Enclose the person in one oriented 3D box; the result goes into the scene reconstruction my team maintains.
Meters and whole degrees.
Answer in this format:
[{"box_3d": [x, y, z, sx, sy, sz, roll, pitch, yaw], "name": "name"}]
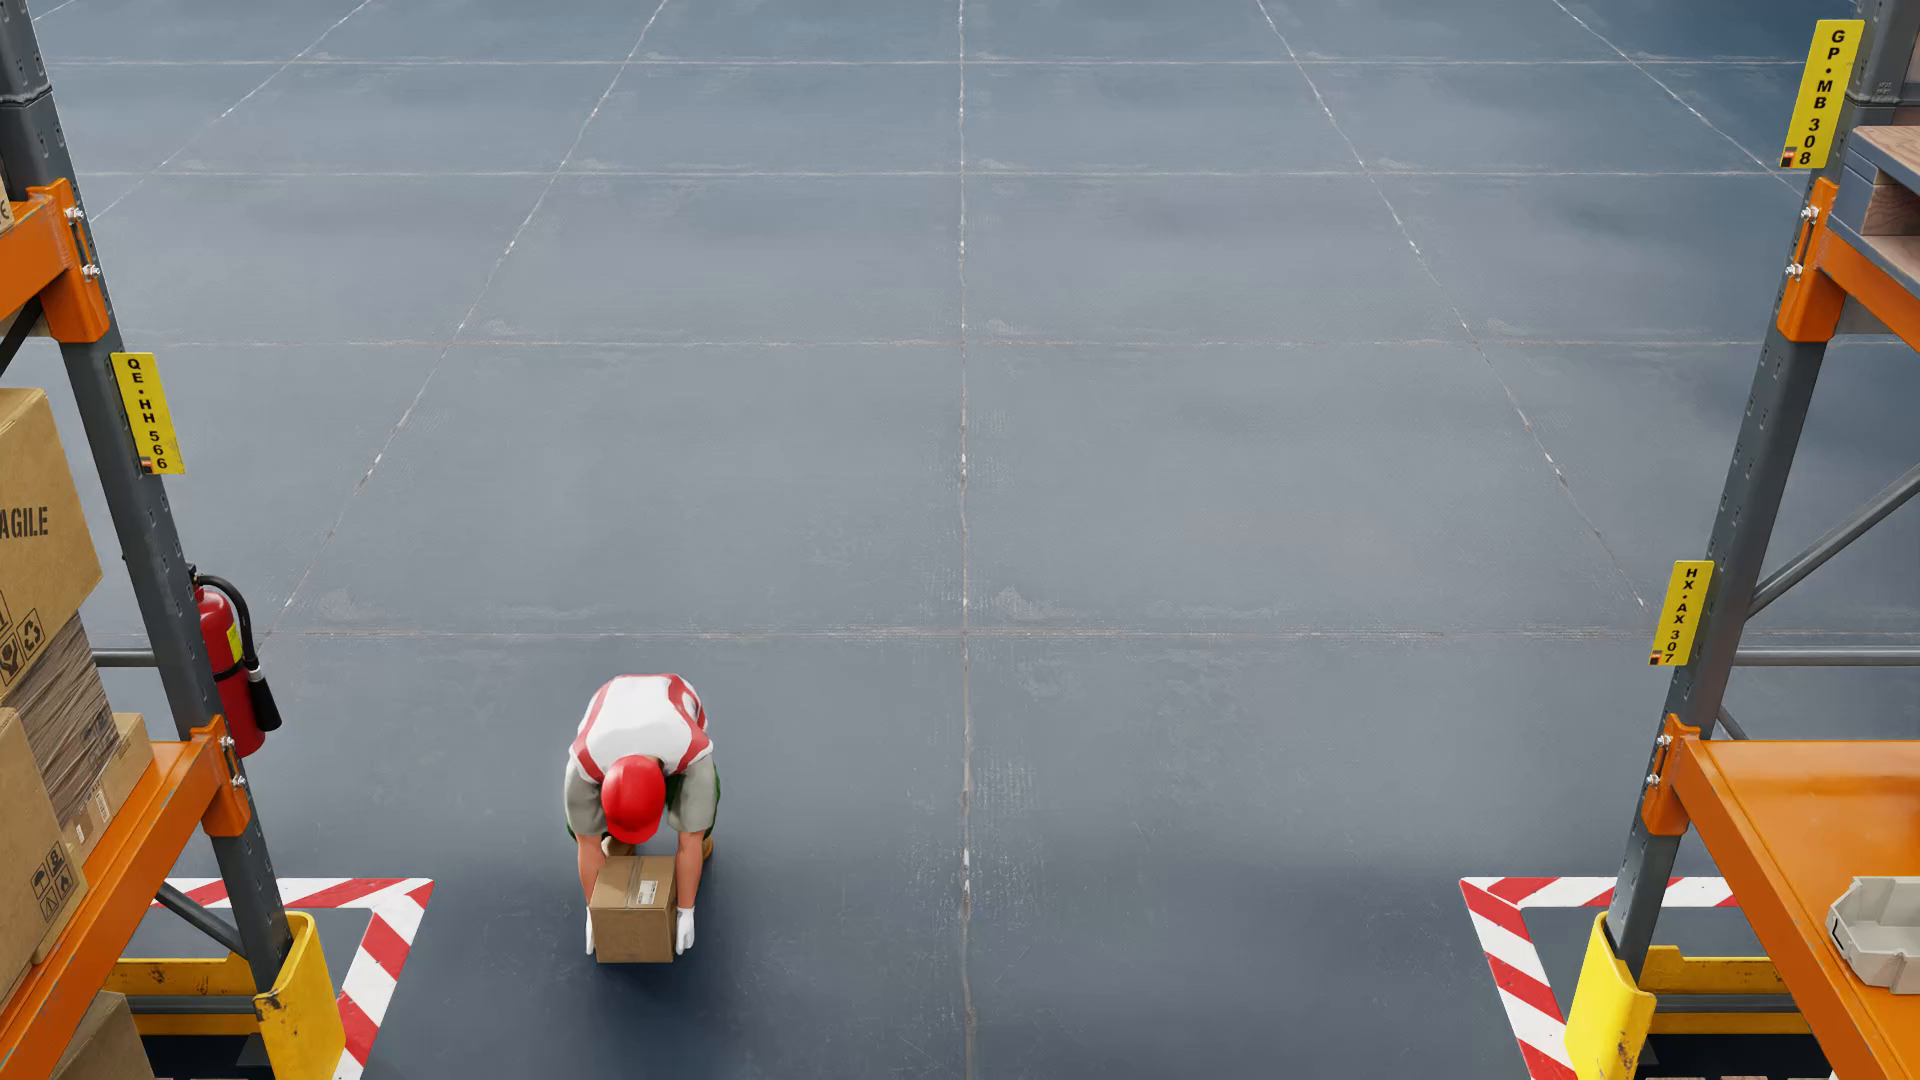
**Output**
[{"box_3d": [-1.082, 0.886, 5.708, 0.542, 0.866, 0.929, -1, 31, -1], "name": "person"}]
